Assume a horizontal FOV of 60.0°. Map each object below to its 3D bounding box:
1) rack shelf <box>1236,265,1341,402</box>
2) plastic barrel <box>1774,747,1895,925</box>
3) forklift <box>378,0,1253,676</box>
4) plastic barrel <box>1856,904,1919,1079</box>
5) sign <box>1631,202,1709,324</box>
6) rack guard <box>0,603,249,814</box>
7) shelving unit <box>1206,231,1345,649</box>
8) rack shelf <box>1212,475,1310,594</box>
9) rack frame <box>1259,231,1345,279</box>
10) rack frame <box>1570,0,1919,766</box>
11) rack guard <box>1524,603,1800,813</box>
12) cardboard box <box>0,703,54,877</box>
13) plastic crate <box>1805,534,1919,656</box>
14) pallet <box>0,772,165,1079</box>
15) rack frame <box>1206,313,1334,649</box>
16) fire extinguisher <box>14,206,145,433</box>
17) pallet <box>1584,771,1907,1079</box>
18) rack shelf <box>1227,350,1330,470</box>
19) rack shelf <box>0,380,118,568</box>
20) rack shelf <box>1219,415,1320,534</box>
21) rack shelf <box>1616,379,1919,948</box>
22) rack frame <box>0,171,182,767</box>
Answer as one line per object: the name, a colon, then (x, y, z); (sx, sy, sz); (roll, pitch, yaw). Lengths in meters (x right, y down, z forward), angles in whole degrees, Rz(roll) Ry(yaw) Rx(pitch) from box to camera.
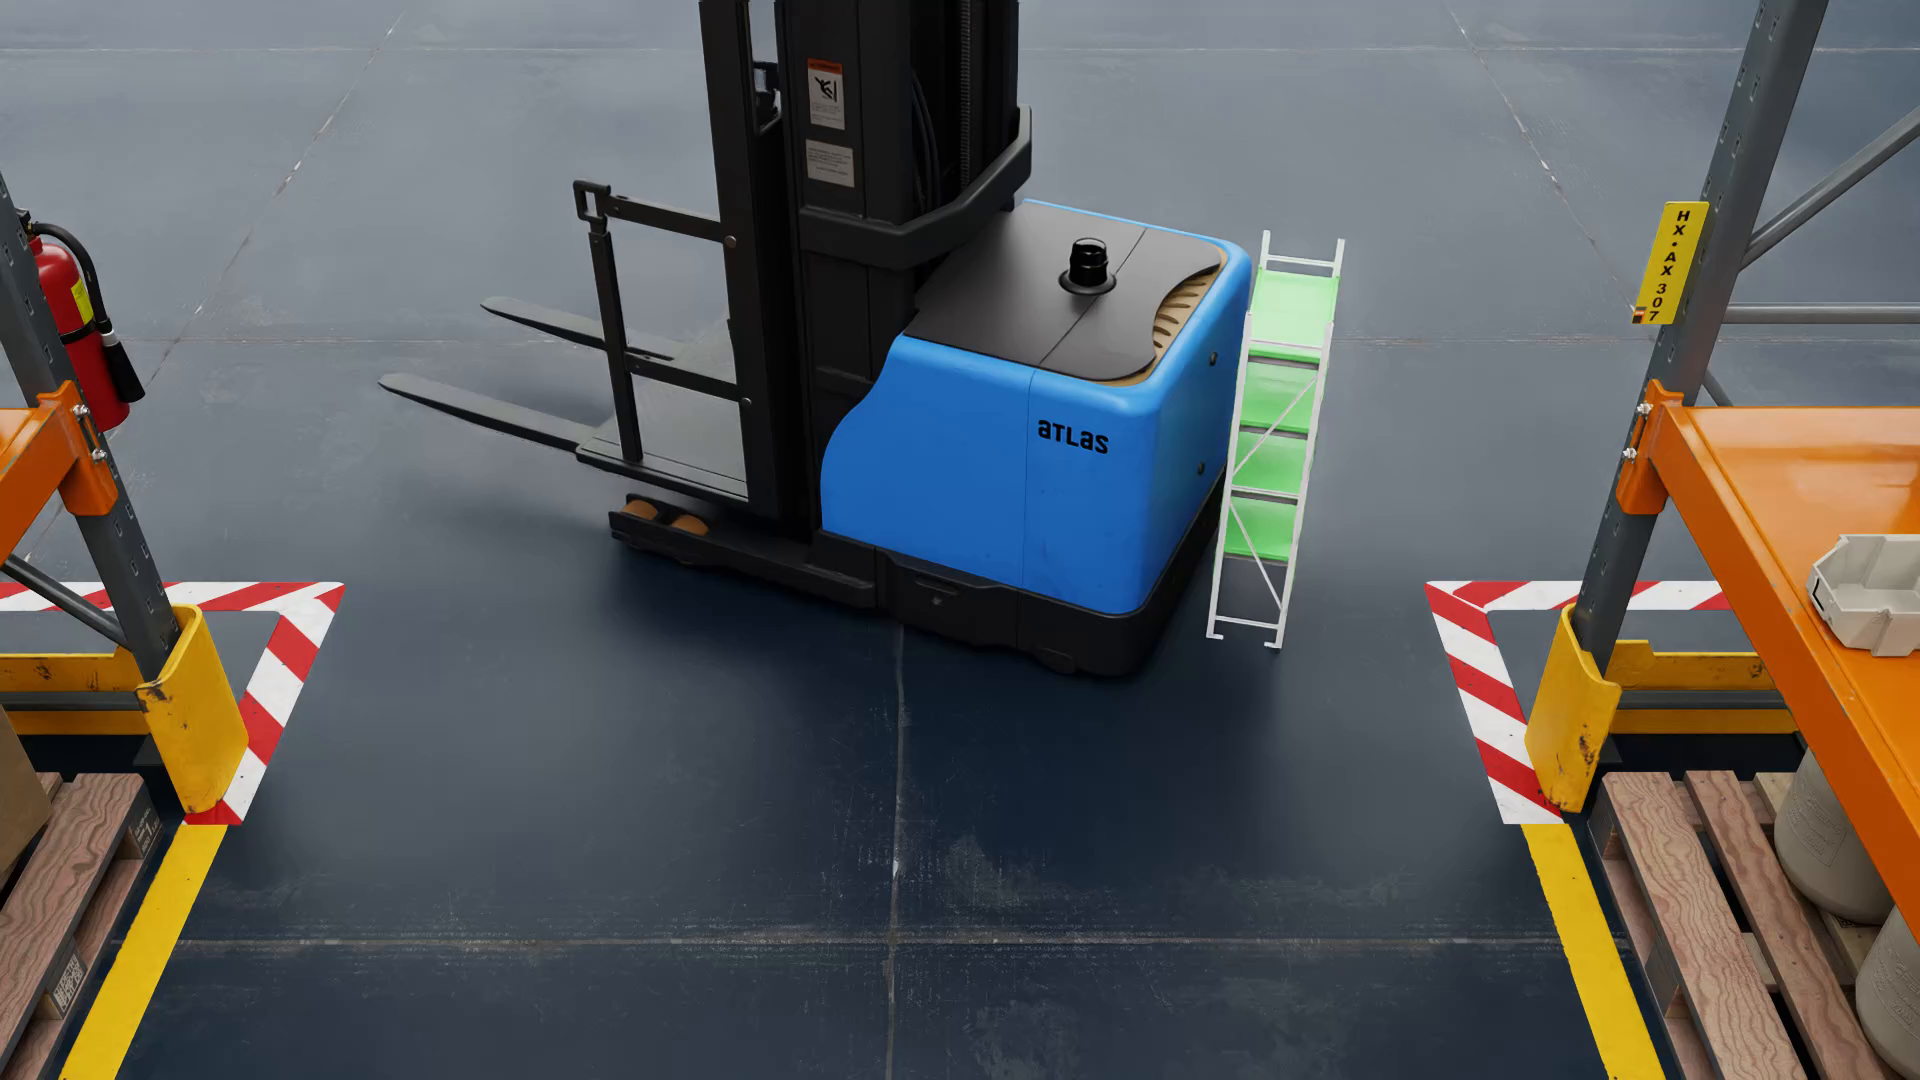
rack shelf: (0.969, -0.614, 4.892); (0.258, 0.148, 0.480); (9, 40, 11)
plastic barrel: (2.310, 0.675, 4.162); (0.421, 0.512, 0.421); (0, 39, 0)
forklift: (-0.633, -1.343, 5.082); (3.031, 2.935, 1.130); (16, 41, 19)
plastic barrel: (2.311, 0.989, 3.771); (0.421, 0.512, 0.421); (0, 39, 0)
sign: (1.683, -0.654, 3.946); (0.100, 0.325, 0.005); (0, 39, 0)
rack guard: (-2.720, 0.483, 4.747); (1.175, 0.500, 0.348); (0, 39, 0)
shelving unit: (0.969, -0.290, 5.152); (0.258, 1.200, 0.503); (9, 40, 11)
rack shelf: (0.970, -0.052, 5.342); (0.258, 0.148, 0.480); (9, 40, 11)
rack frame: (1.028, -0.438, 5.337); (0.240, 1.200, 0.015); (9, 40, 11)
rack frame: (2.233, -0.543, 4.029); (1.000, 3.000, 0.127); (0, 39, 0)
rack guard: (2.280, 0.480, 4.752); (1.175, 0.500, 0.348); (0, 39, 0)
cardboard box: (-2.736, 0.662, 4.188); (0.500, 0.500, 0.500); (7, 39, 8)
plastic crate: (1.912, 0.119, 3.413); (0.298, 0.136, 0.250); (0, 39, 0)
pallet: (-2.754, 1.104, 4.204); (1.003, 0.211, 1.213); (0, 39, 0)
rack frame: (0.911, -0.142, 4.967); (0.240, 1.200, 0.015); (9, 40, 11)
fire extinguisher: (-2.259, -0.581, 4.139); (0.296, 0.674, 0.183); (0, 39, 0)
pallet: (2.276, 1.100, 4.208); (1.003, 0.211, 1.213); (0, 39, 0)
rack shelf: (0.969, -0.427, 5.042); (0.258, 0.148, 0.480); (9, 40, 11)
rack shelf: (-2.717, 0.992, 2.689); (1.077, 0.370, 4.000); (0, 39, 0)
rack shelf: (0.969, -0.240, 5.192); (0.258, 0.148, 0.480); (9, 40, 11)
rack shelf: (2.235, 0.988, 2.694); (1.077, 0.370, 4.000); (0, 39, 0)
rack frame: (-2.720, -0.540, 4.025); (1.000, 3.000, 0.127); (0, 39, 0)
